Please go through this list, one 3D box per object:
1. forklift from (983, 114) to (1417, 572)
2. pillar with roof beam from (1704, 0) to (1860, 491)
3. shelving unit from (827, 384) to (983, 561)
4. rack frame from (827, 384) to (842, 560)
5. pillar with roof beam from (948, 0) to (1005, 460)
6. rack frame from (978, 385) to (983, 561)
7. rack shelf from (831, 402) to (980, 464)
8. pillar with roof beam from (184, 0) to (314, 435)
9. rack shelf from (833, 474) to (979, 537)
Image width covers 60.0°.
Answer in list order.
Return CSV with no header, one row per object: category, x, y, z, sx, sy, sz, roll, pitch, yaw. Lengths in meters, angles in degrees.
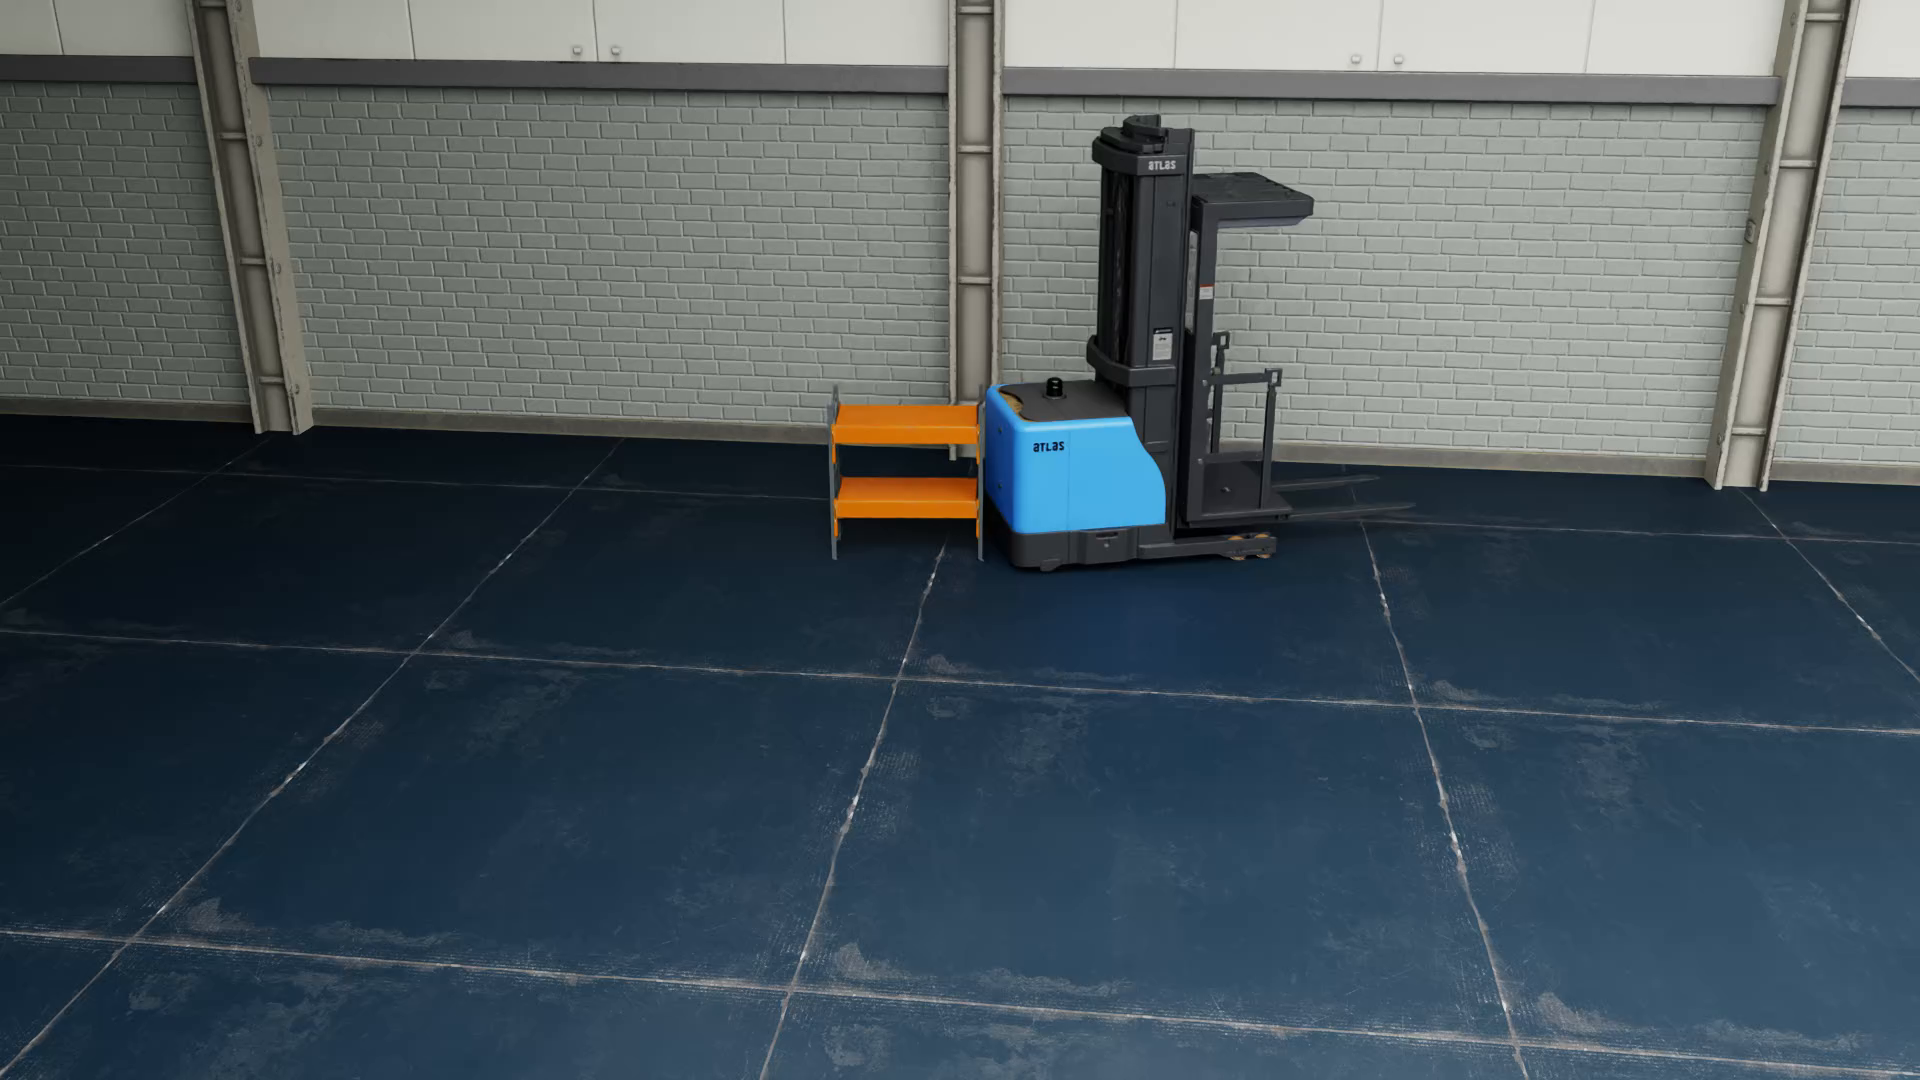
forklift,1.740,-1.406,11.510,3.031,2.935,1.130,-4,22,-11
pillar with roof beam,5.577,-3.057,7.432,0.400,9.000,9.100,2,22,6
shelving unit,-0.365,-0.471,11.600,1.048,1.125,0.538,0,22,1
rack frame,-0.874,-0.473,11.606,0.032,1.125,0.500,0,22,1
pillar with roof beam,-0.381,-3.316,8.089,0.400,9.000,9.100,2,22,6
rack frame,0.143,-0.468,11.594,0.032,1.125,0.500,0,22,1
rack shelf,-0.365,-0.743,11.493,1.000,0.278,0.538,0,22,1
pillar with roof beam,-6.339,-3.576,8.745,0.400,9.000,9.100,2,22,6
rack shelf,-0.365,-0.243,11.690,1.000,0.278,0.538,0,22,1
